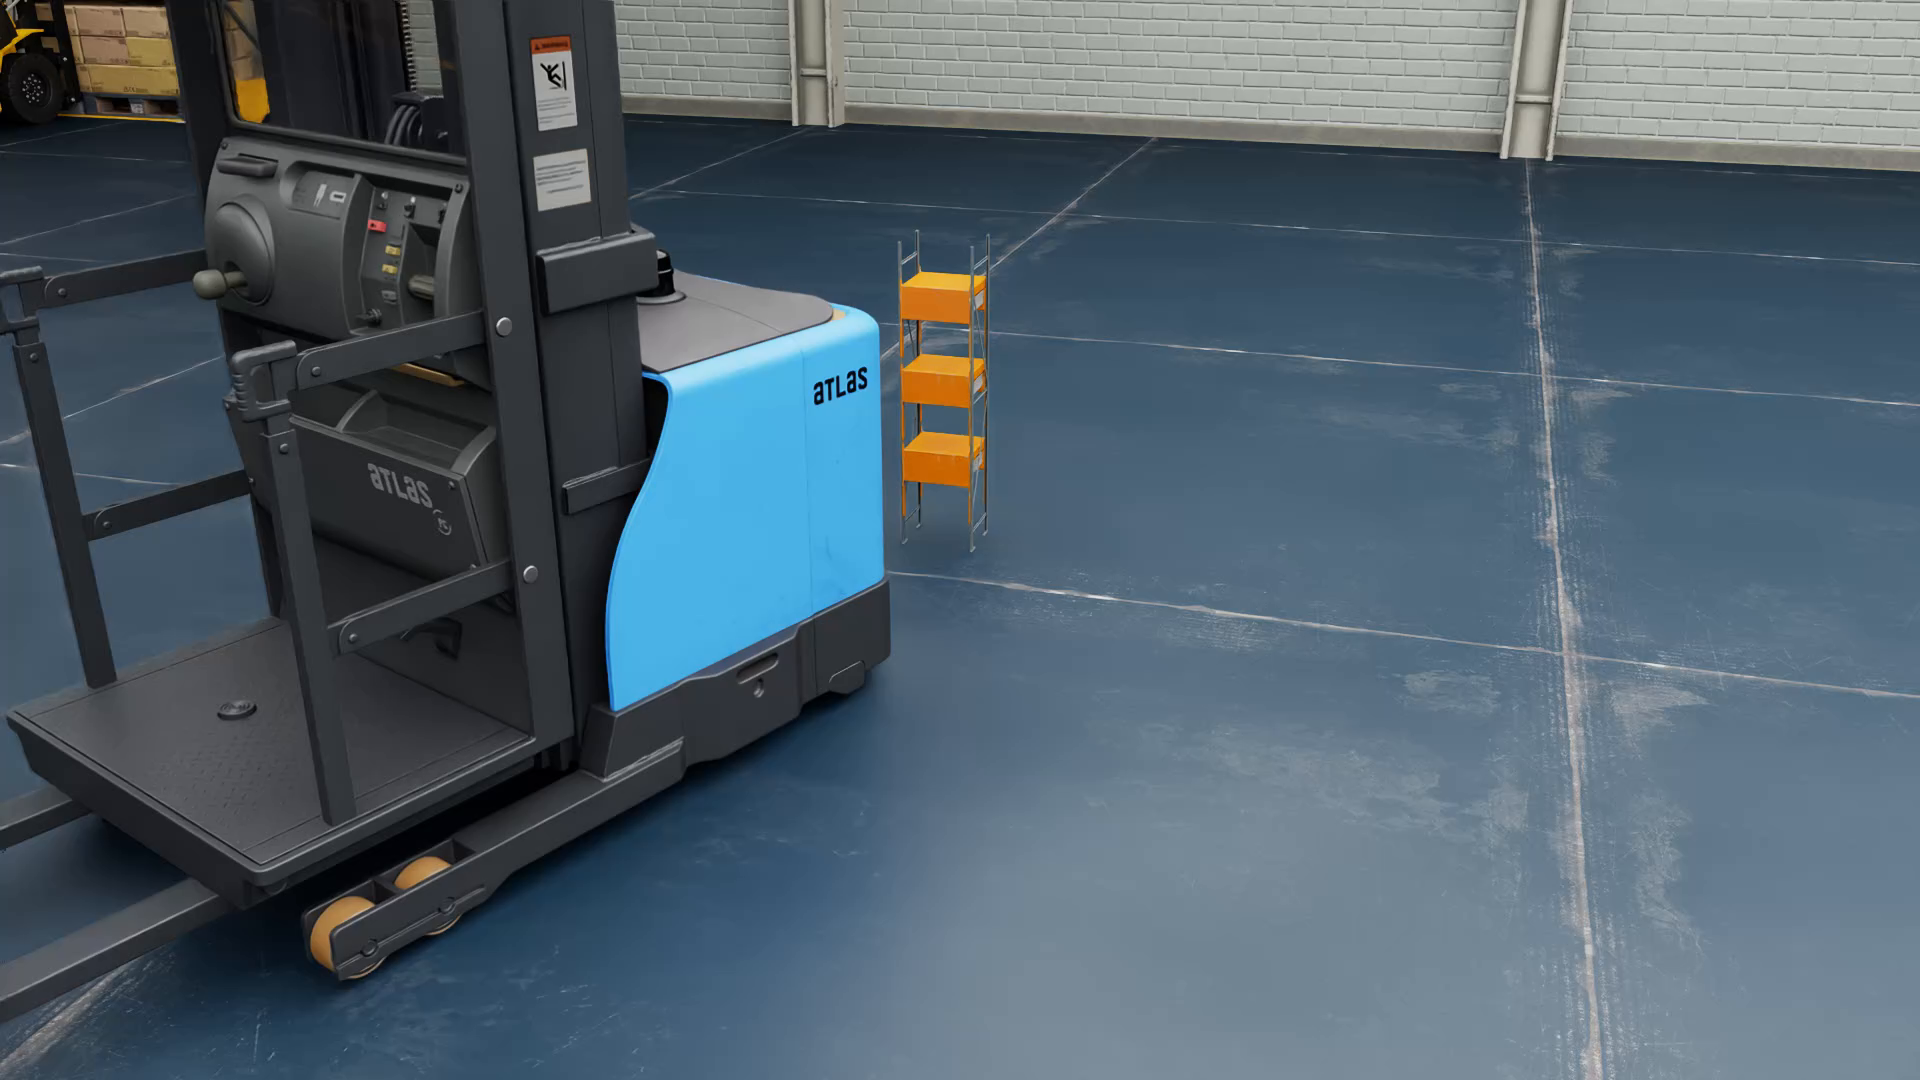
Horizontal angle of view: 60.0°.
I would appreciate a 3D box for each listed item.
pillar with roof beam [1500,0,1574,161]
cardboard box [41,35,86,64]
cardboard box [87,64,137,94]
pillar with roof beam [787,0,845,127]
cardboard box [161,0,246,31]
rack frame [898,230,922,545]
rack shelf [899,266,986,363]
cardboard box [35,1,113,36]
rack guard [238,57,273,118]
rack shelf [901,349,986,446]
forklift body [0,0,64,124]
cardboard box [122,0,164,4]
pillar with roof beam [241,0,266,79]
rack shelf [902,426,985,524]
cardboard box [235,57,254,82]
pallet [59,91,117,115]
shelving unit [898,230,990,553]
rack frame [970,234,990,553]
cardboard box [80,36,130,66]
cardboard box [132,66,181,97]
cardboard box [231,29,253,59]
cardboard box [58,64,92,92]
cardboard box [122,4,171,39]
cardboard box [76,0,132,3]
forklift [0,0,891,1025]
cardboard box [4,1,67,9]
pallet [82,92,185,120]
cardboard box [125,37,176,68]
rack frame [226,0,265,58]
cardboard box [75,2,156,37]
[{"bbox_3d":[3.247,-5.644,7.672,0.400,9.000,9.100,7,23,16],"label":"pillar with roof beam"},{"bbox_3d":[-8.126,-4.545,15.310,0.500,0.250,0.500,6,23,14],"label":"cardboard box"},{"bbox_3d":[-7.606,-4.261,15.276,0.500,0.250,0.500,7,23,15],"label":"cardboard box"},{"bbox_3d":[-2.497,-6.302,9.276,0.400,9.000,9.100,7,23,16],"label":"pillar with roof beam"},{"bbox_3d":[-6.997,-4.851,15.395,0.500,0.250,0.500,6,23,15],"label":"cardboard box"},{"bbox_3d":[-0.168,-0.505,5.618,0.008,1.050,0.200,7,23,16],"label":"rack frame"},{"bbox_3d":[-0.051,-0.744,5.481,0.240,0.259,0.215,7,23,16],"label":"rack shelf"},{"bbox_3d":[-8.099,-4.772,15.203,0.500,0.250,0.500,7,23,16],"label":"cardboard box"},{"bbox_3d":[-6.569,-4.185,15.314,0.348,0.500,1.175,7,23,16],"label":"rack guard"},{"bbox_3d":[-0.051,-0.482,5.589,0.240,0.259,0.215,7,23,16],"label":"rack shelf"},{"bbox_3d":[-8.934,-4.497,13.898,1.214,2.155,2.313,7,23,16],"label":"forklift body"},{"bbox_3d":[-7.477,-4.904,15.525,0.500,0.250,0.500,7,23,16],"label":"cardboard box"},{"bbox_3d":[-8.242,-6.960,10.879,0.400,9.000,9.100,7,23,16],"label":"pillar with roof beam"},{"bbox_3d":[-0.051,-0.225,5.695,0.240,0.259,0.215,7,23,16],"label":"rack shelf"},{"bbox_3d":[-7.006,-4.391,15.593,0.500,0.250,0.500,7,23,16],"label":"cardboard box"},{"bbox_3d":[-8.500,-4.257,15.871,1.213,0.211,1.003,7,23,15],"label":"pallet"},{"bbox_3d":[-0.051,-0.492,5.585,0.252,1.050,0.215,7,23,16],"label":"shelving unit"},{"bbox_3d":[0.066,-0.478,5.552,0.008,1.050,0.200,7,23,16],"label":"rack frame"},{"bbox_3d":[-7.625,-4.497,15.190,0.500,0.250,0.500,6,23,15],"label":"cardboard box"},{"bbox_3d":[-7.133,-4.203,15.134,0.500,0.250,0.500,7,23,16],"label":"cardboard box"},{"bbox_3d":[-6.982,-4.625,15.503,0.500,0.250,0.500,7,23,16],"label":"cardboard box"},{"bbox_3d":[-8.083,-4.319,15.417,0.500,0.250,0.500,7,23,16],"label":"cardboard box"},{"bbox_3d":[-7.123,-4.666,14.946,0.500,0.250,0.500,7,23,17],"label":"cardboard box"},{"bbox_3d":[-7.952,-4.963,15.668,0.500,0.250,0.500,6,23,15],"label":"cardboard box"},{"bbox_3d":[-1.502,-0.643,3.475,1.130,2.935,3.031,16,27,35],"label":"forklift"},{"bbox_3d":[-8.582,-4.830,15.345,0.500,0.250,0.500,6,23,14],"label":"cardboard box"},{"bbox_3d":[-7.336,-4.123,15.543,1.213,0.211,1.003,7,23,16],"label":"pallet"},{"bbox_3d":[-7.148,-4.438,15.047,0.500,0.250,0.500,6,23,15],"label":"cardboard box"},{"bbox_3d":[-6.592,-5.344,14.847,0.127,3.000,1.000,7,23,16],"label":"rack frame"},{"bbox_3d":[-7.613,-4.720,15.077,0.500,0.250,0.500,7,23,16],"label":"cardboard box"}]
